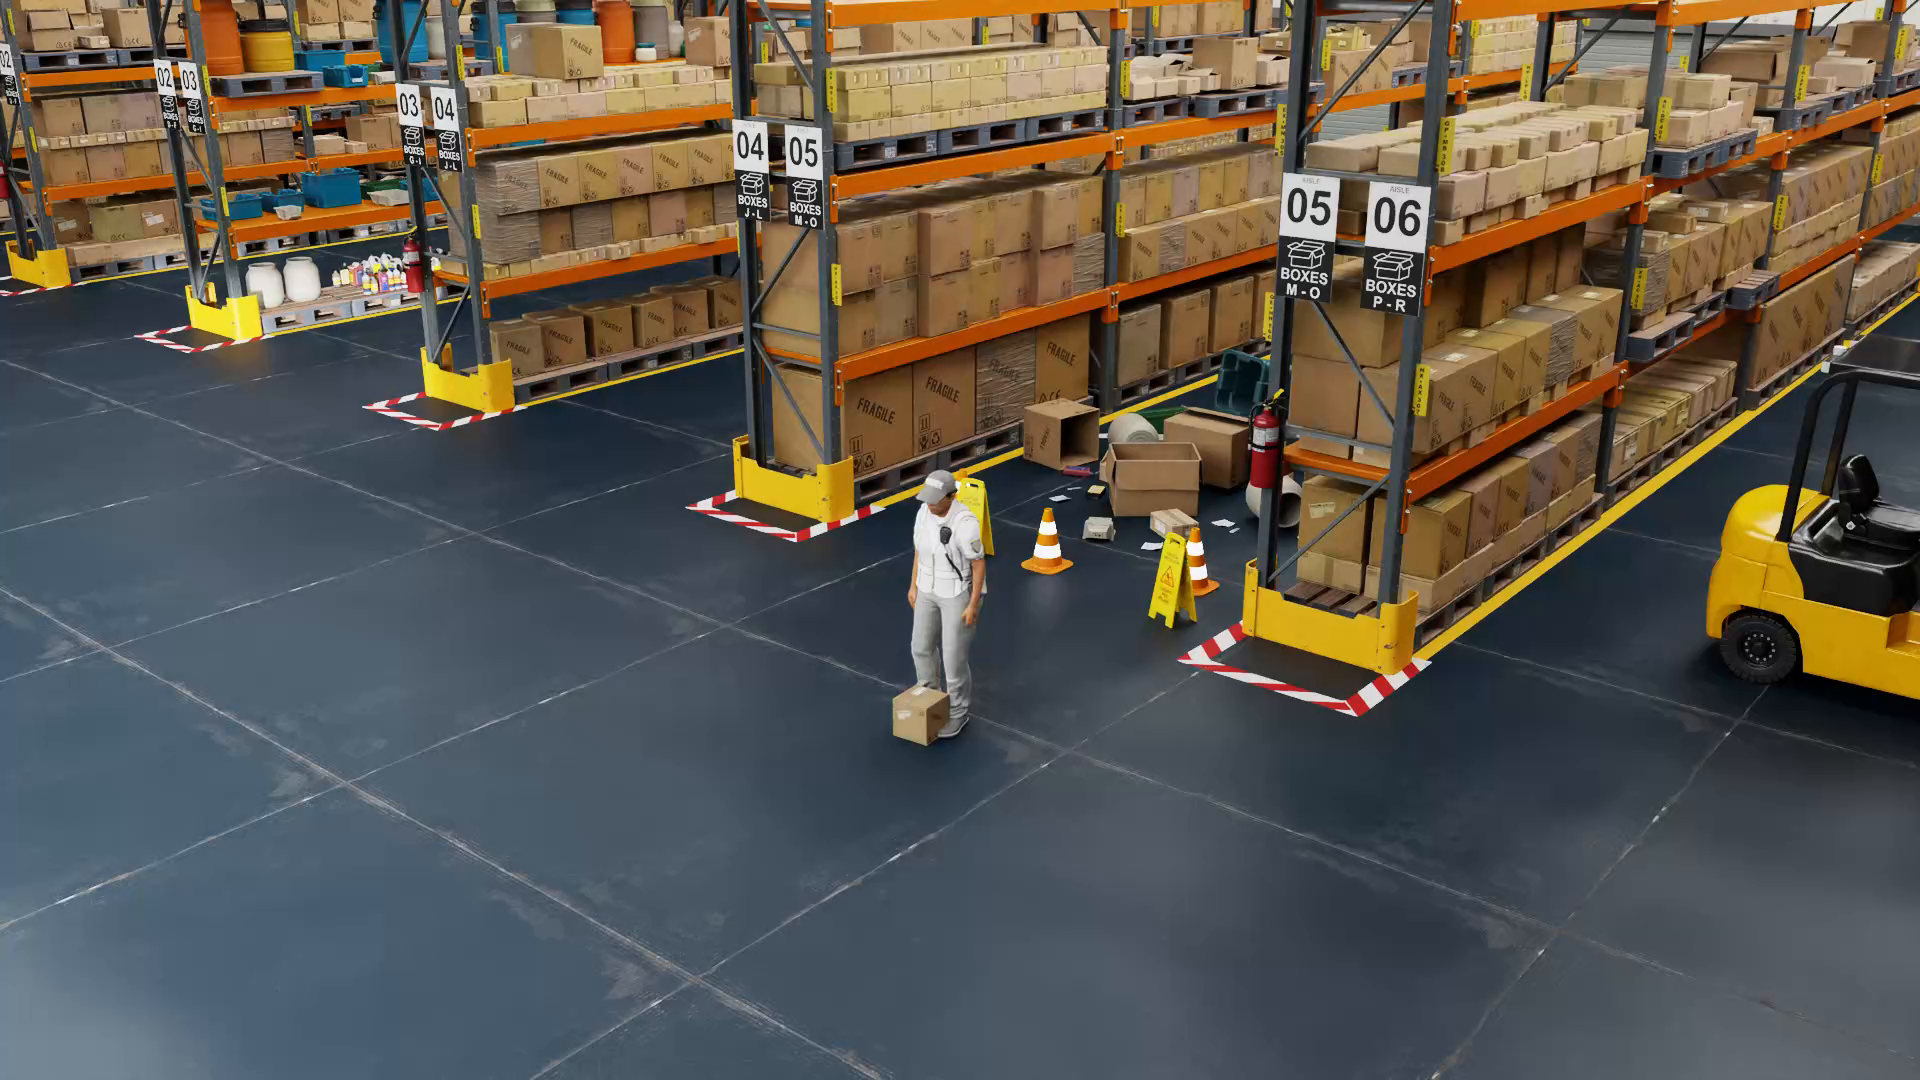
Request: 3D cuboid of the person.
[{"bbox_3d":[-0.101,0.351,10.119,0.542,1.666,0.469,16,26,36],"label":"person"}]
